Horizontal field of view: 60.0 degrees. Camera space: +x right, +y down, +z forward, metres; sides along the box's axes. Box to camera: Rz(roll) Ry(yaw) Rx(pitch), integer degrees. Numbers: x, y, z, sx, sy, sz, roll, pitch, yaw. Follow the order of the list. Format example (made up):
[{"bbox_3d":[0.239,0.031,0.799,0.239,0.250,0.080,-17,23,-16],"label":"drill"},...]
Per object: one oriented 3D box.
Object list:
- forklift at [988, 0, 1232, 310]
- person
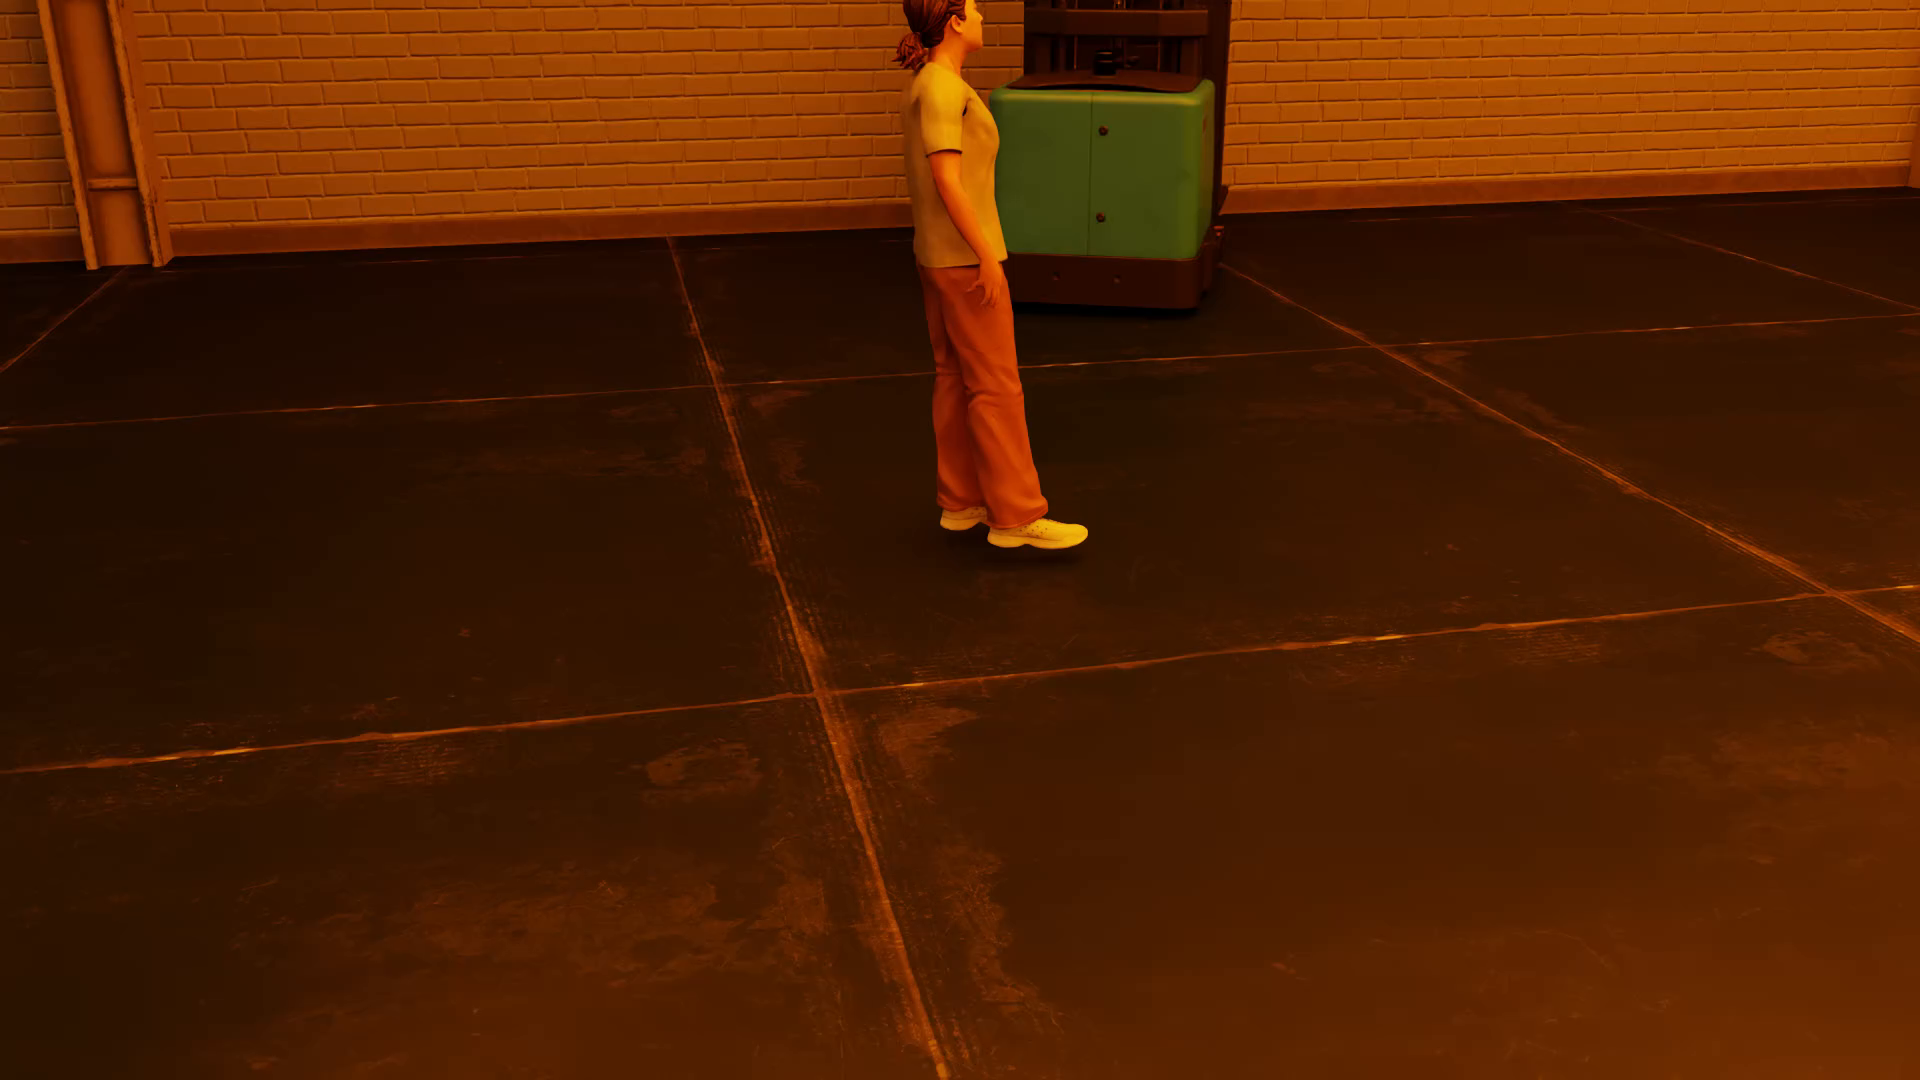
[{"bbox_3d":[0.934,-2.971,8.962,1.130,2.935,3.031,4,21,11],"label":"forklift"},{"bbox_3d":[0.074,-0.816,4.993,0.548,1.648,0.554,-5,21,-12],"label":"person"}]
